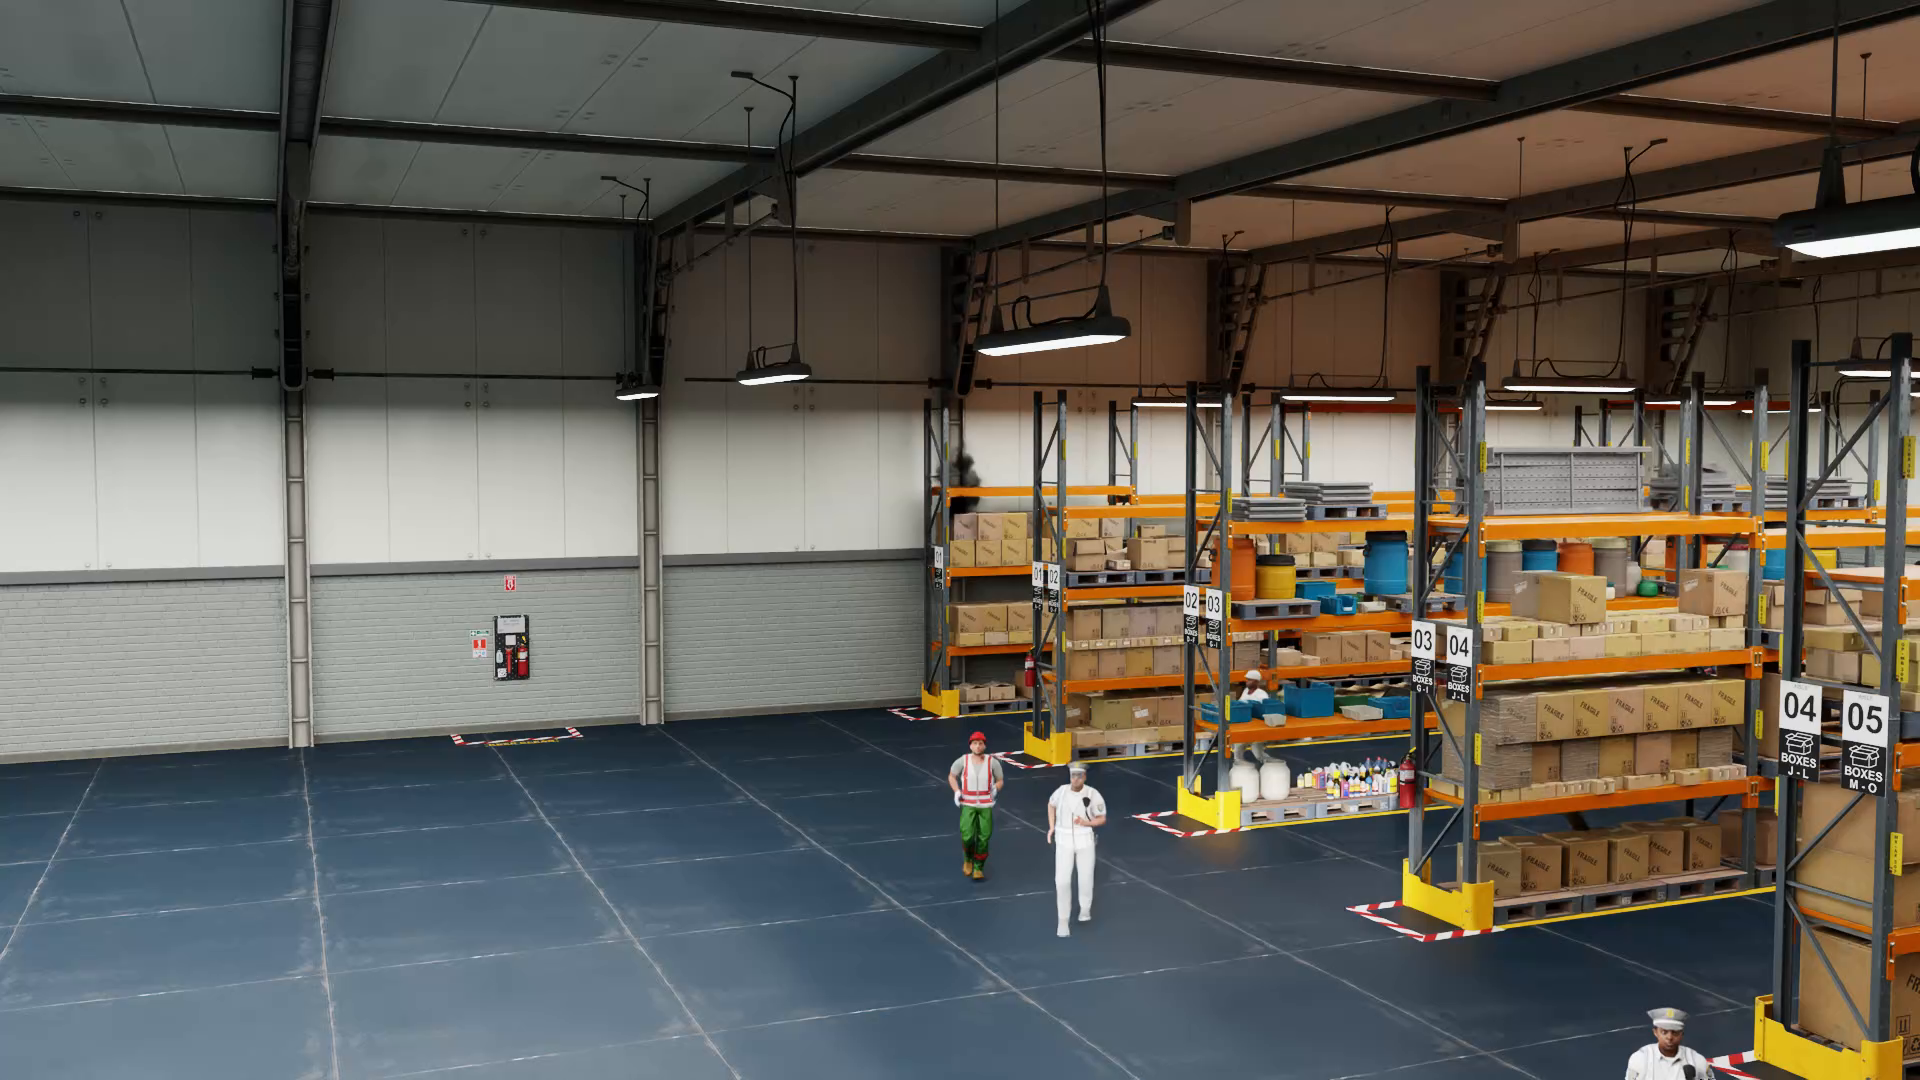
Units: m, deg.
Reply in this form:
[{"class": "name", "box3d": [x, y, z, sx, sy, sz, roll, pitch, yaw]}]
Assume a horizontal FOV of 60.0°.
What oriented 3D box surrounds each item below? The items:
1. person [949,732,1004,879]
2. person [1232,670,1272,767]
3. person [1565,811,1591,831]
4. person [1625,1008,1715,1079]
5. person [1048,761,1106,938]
[{"class": "person", "box3d": [0.197, 3.129, 19.505, 0.644, 1.741, 0.581, 0, 3, -2]}, {"class": "person", "box3d": [4.321, 2.801, 24.662, 0.989, 1.754, 0.700, -2, 4, -30]}, {"class": "person", "box3d": [7.674, 3.069, 20.703, 0.695, 1.777, 0.688, -1, 4, -24]}, {"class": "person", "box3d": [4.403, 3.717, 10.297, 0.556, 1.662, 0.603, 1, 4, 21]}, {"class": "person", "box3d": [1.230, 3.249, 17.599, 0.638, 1.850, 0.784, 0, 3, 8]}]
